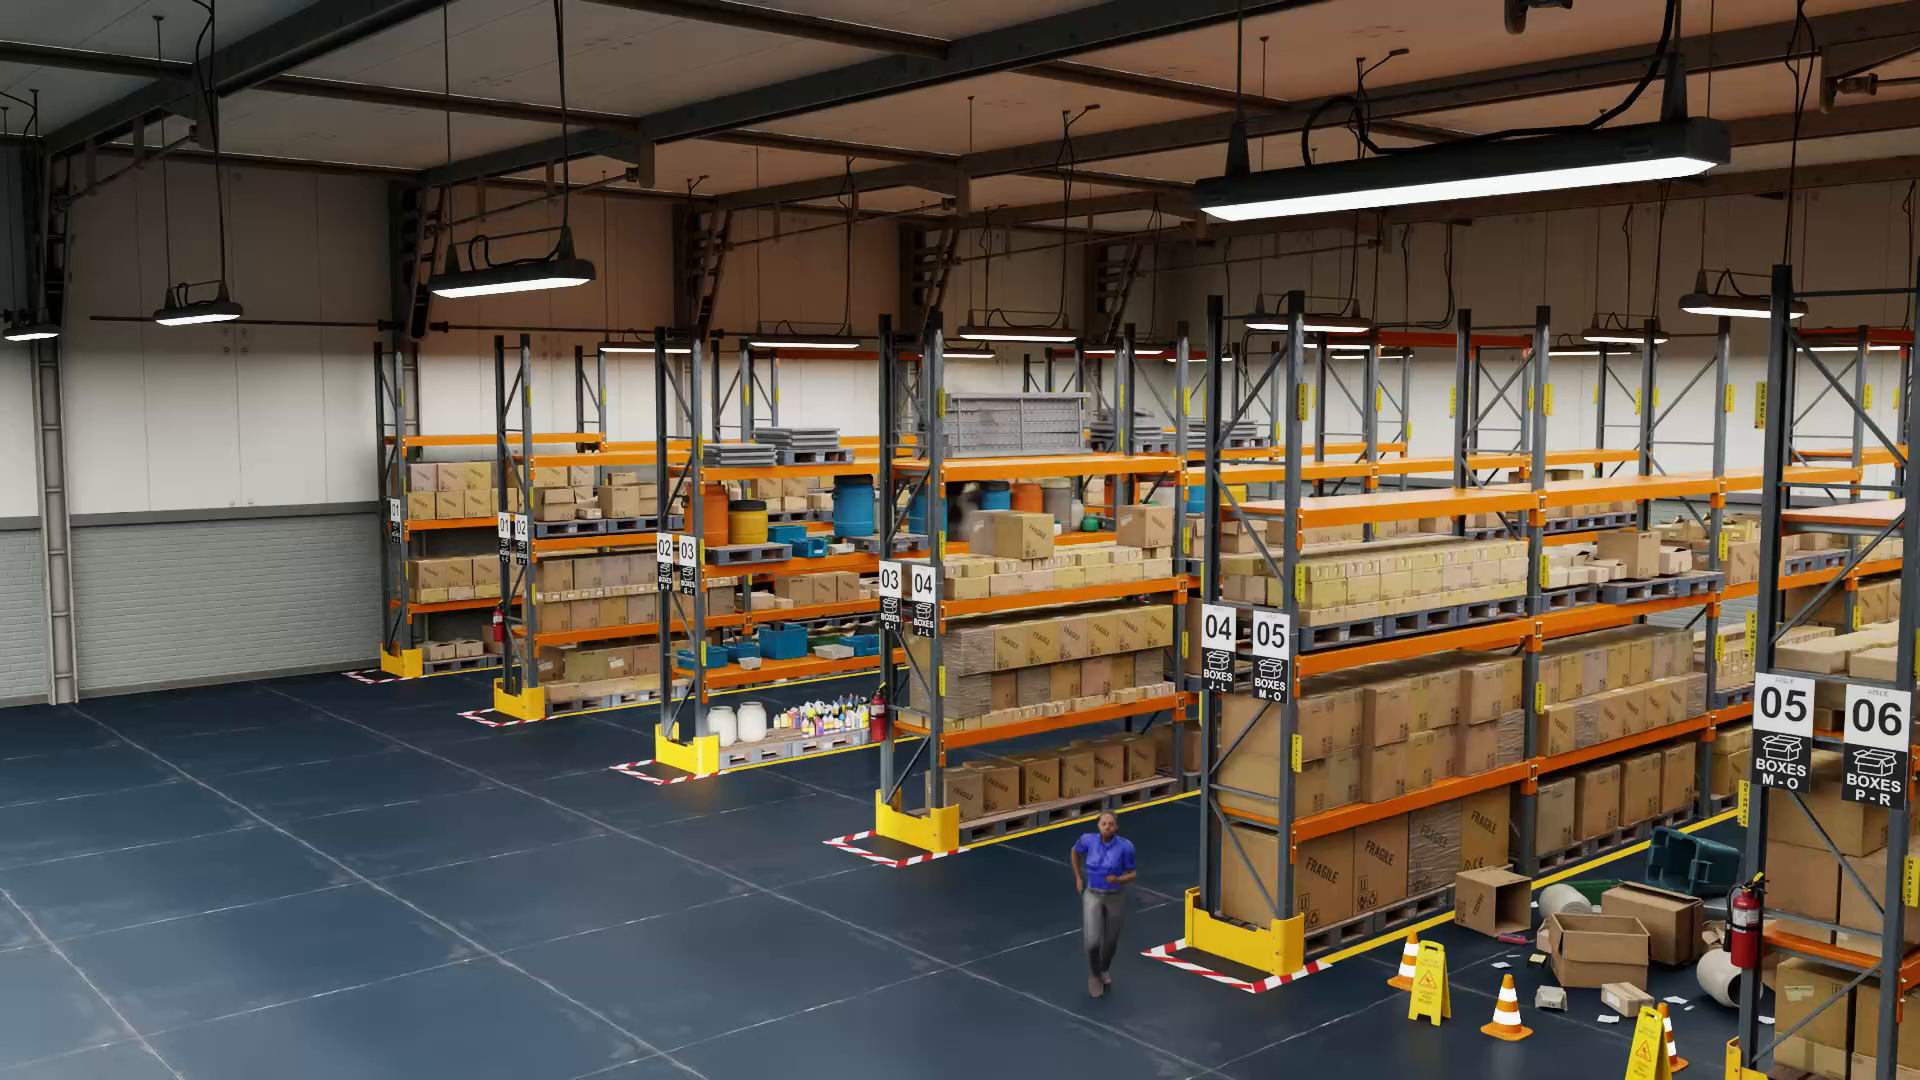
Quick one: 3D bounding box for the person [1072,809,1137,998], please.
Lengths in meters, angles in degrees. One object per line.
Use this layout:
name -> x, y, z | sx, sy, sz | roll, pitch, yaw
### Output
person -> 1.222, 3.068, 14.111 | 0.554, 1.630, 0.751 | 0, 5, 4
